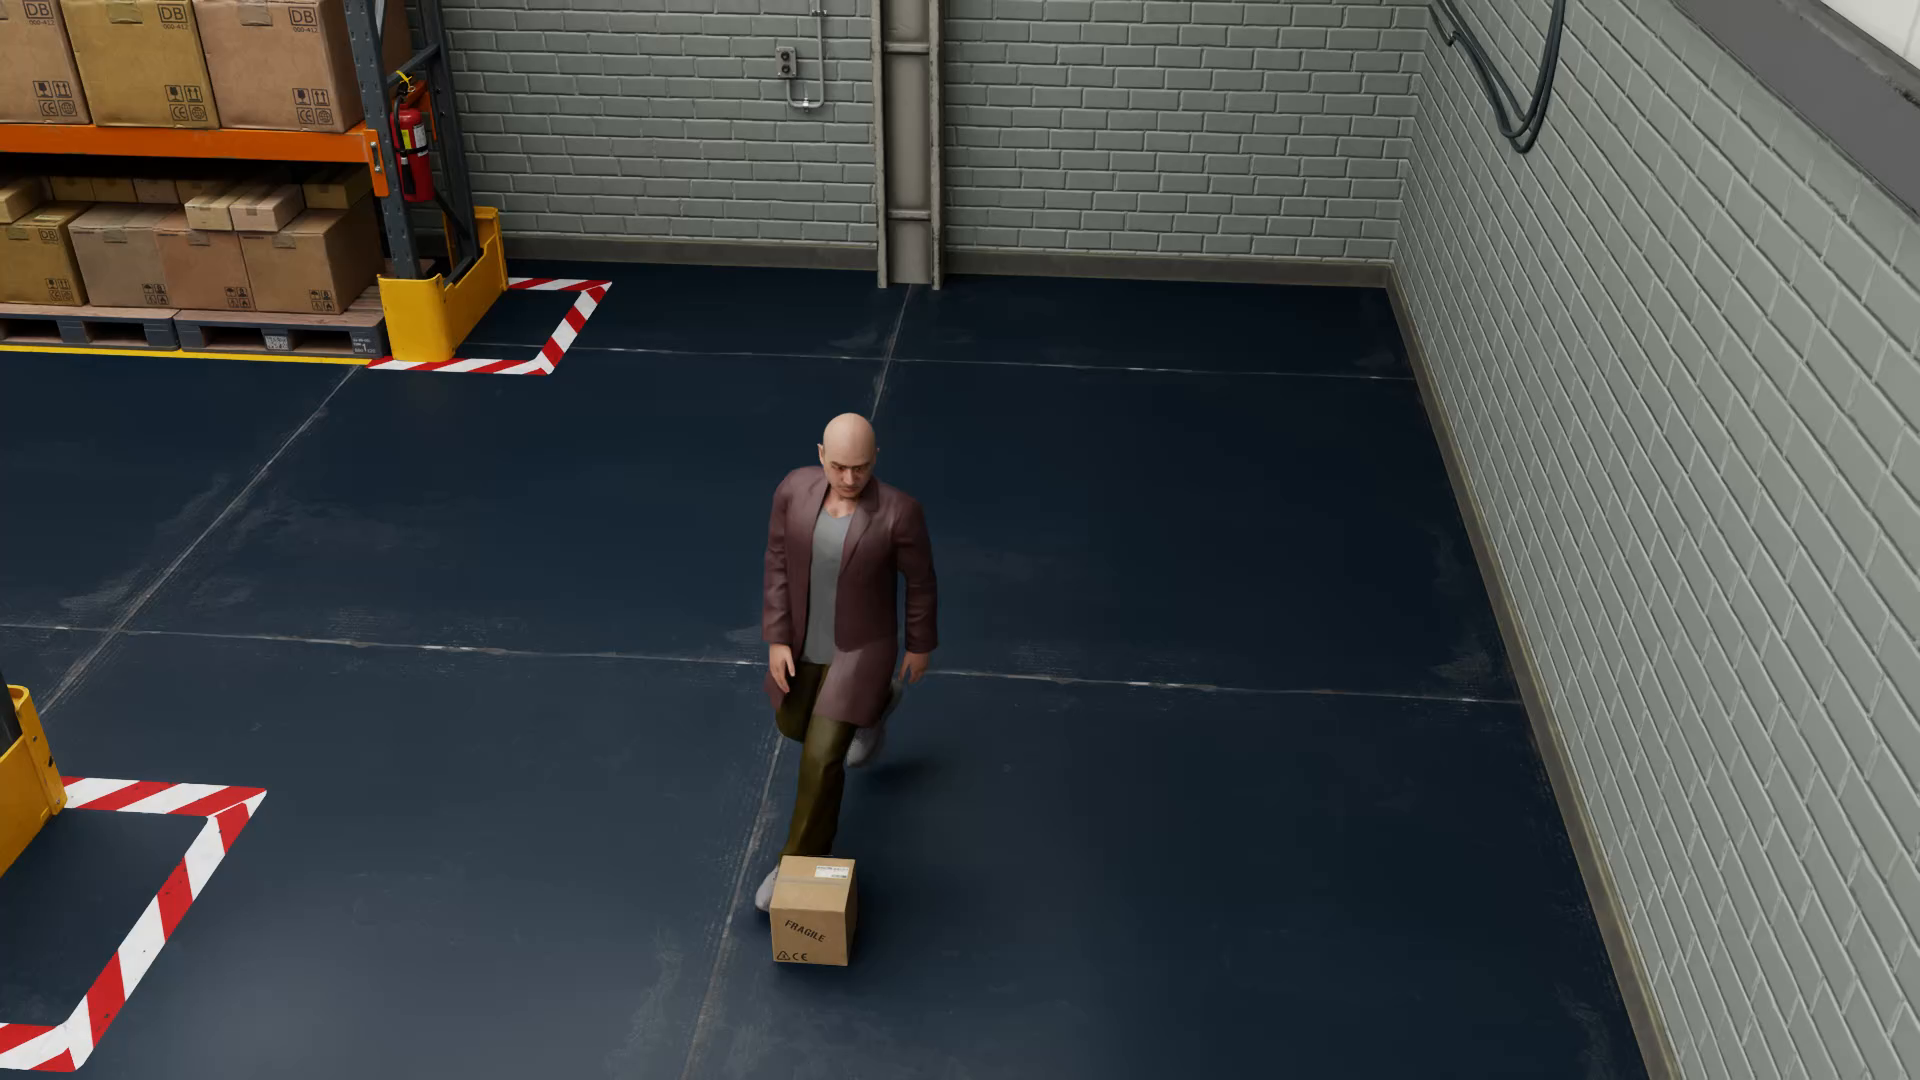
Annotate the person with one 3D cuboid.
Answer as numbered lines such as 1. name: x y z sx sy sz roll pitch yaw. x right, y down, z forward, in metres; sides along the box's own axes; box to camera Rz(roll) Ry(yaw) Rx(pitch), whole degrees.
1. person: -0.420 0.348 5.652 0.588 1.691 1.049 15 34 22
